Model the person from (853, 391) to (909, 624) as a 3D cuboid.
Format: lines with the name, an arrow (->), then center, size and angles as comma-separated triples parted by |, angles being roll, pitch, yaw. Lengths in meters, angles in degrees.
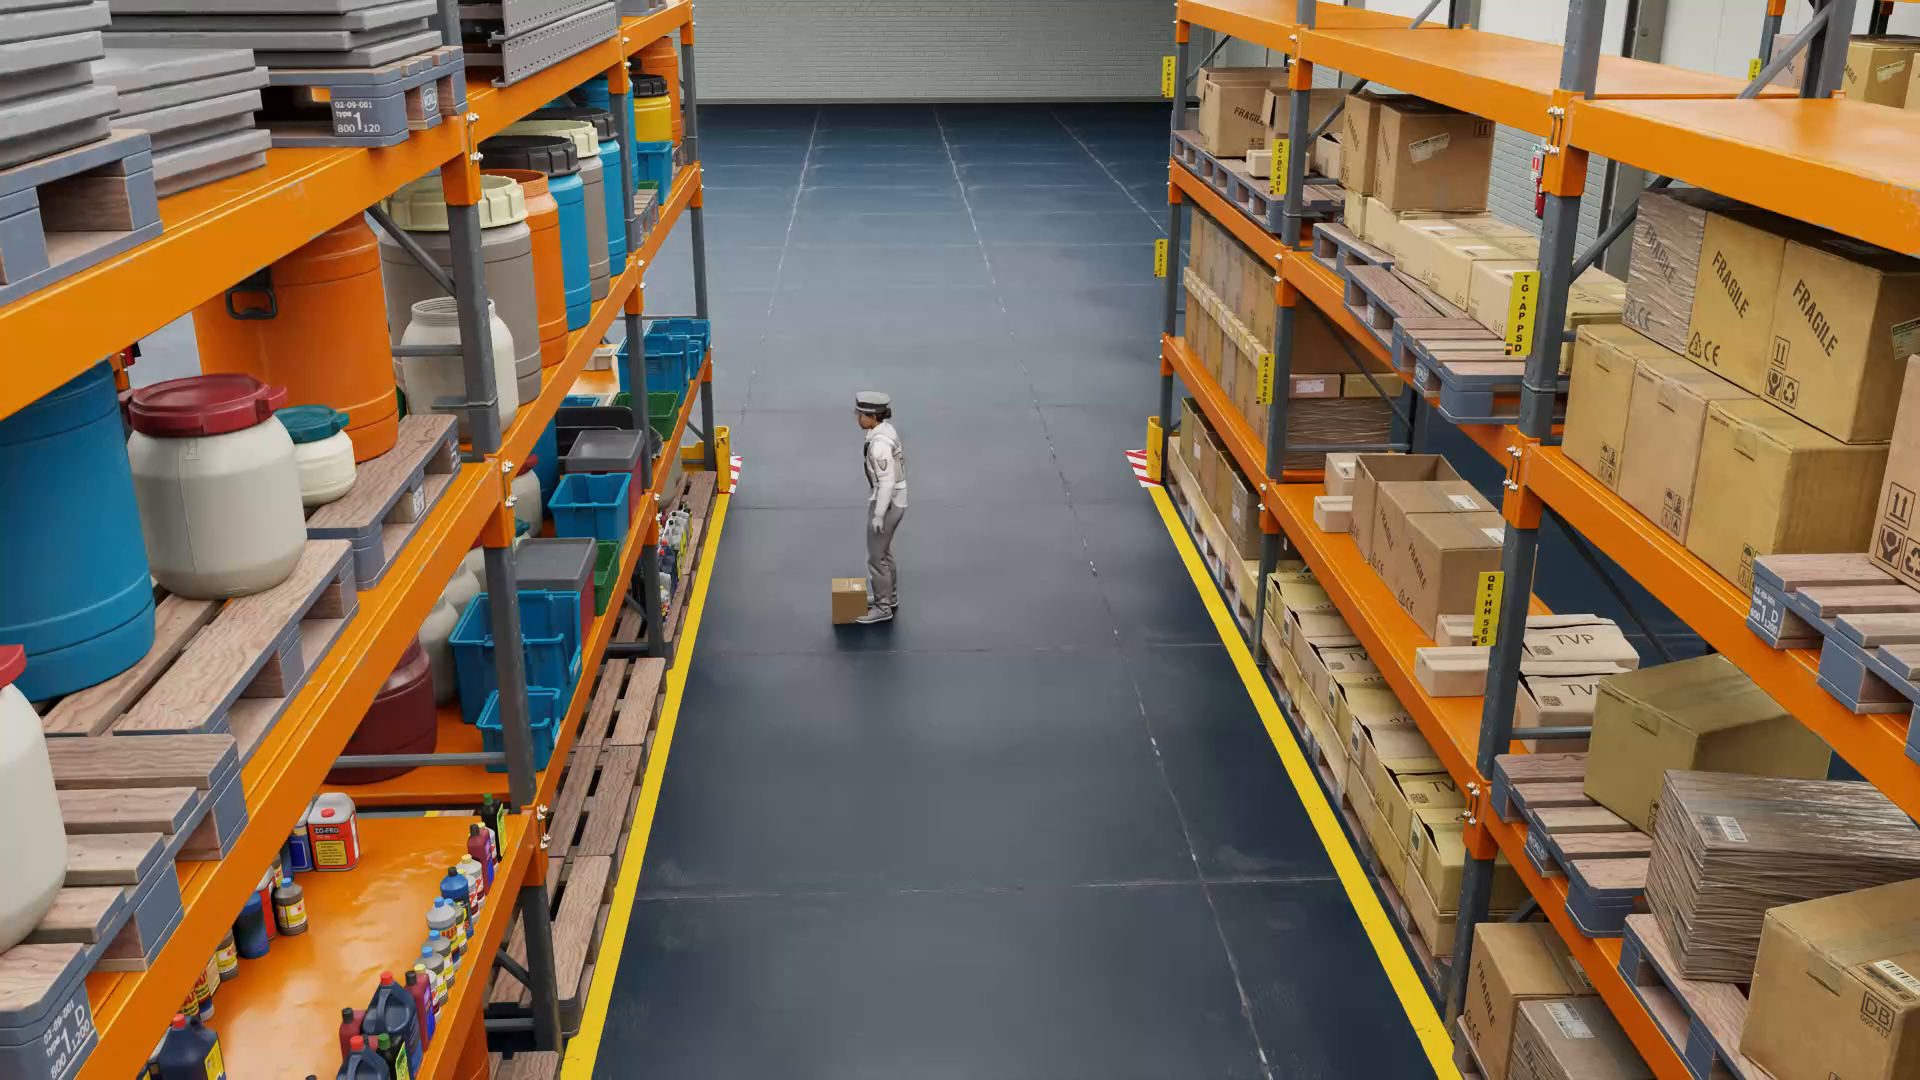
person -> -0.568, -0.235, 11.700 | 0.410, 1.663, 0.526 | -1, 21, -3
